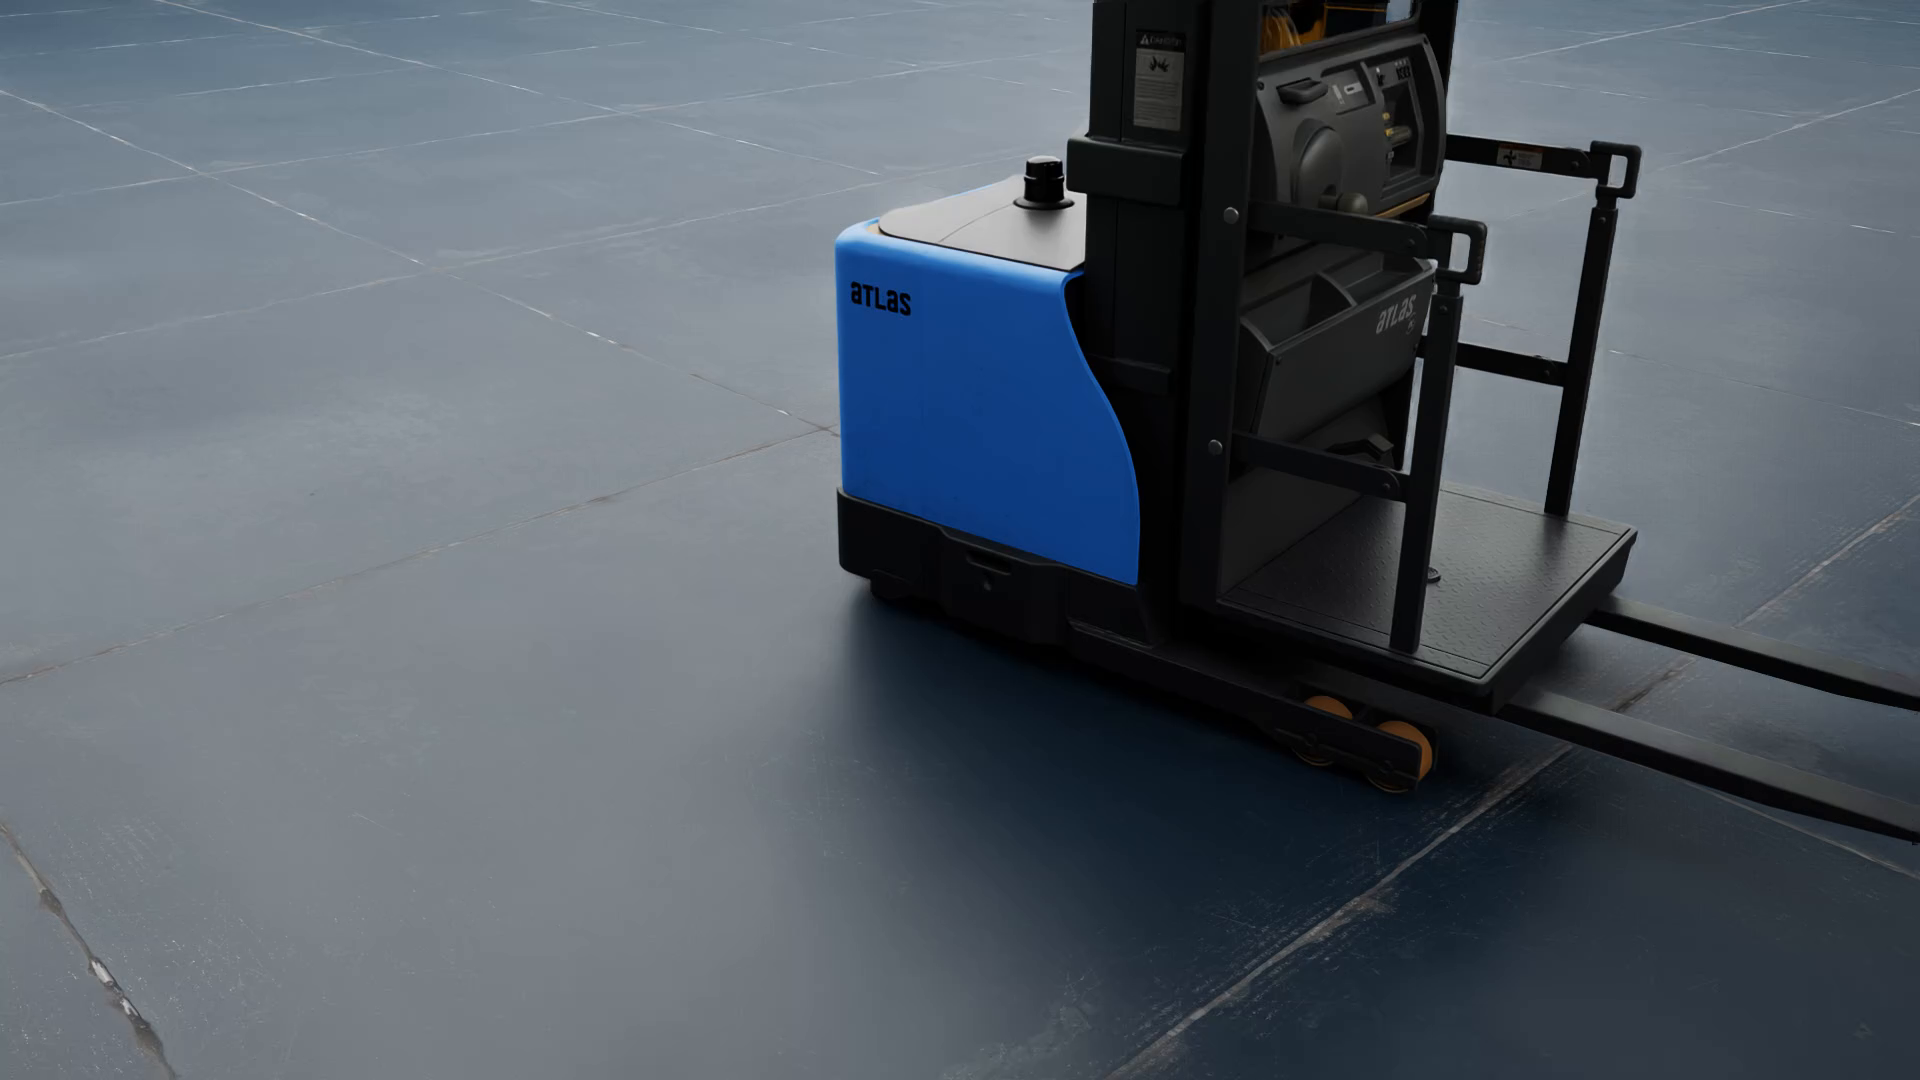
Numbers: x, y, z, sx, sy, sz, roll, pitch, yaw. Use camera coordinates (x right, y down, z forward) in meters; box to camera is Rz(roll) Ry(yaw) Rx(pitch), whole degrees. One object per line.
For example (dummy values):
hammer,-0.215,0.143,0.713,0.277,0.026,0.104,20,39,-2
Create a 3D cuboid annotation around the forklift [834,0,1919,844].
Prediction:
forklift,1.116,-0.984,3.877,3.031,2.935,1.130,18,30,34
